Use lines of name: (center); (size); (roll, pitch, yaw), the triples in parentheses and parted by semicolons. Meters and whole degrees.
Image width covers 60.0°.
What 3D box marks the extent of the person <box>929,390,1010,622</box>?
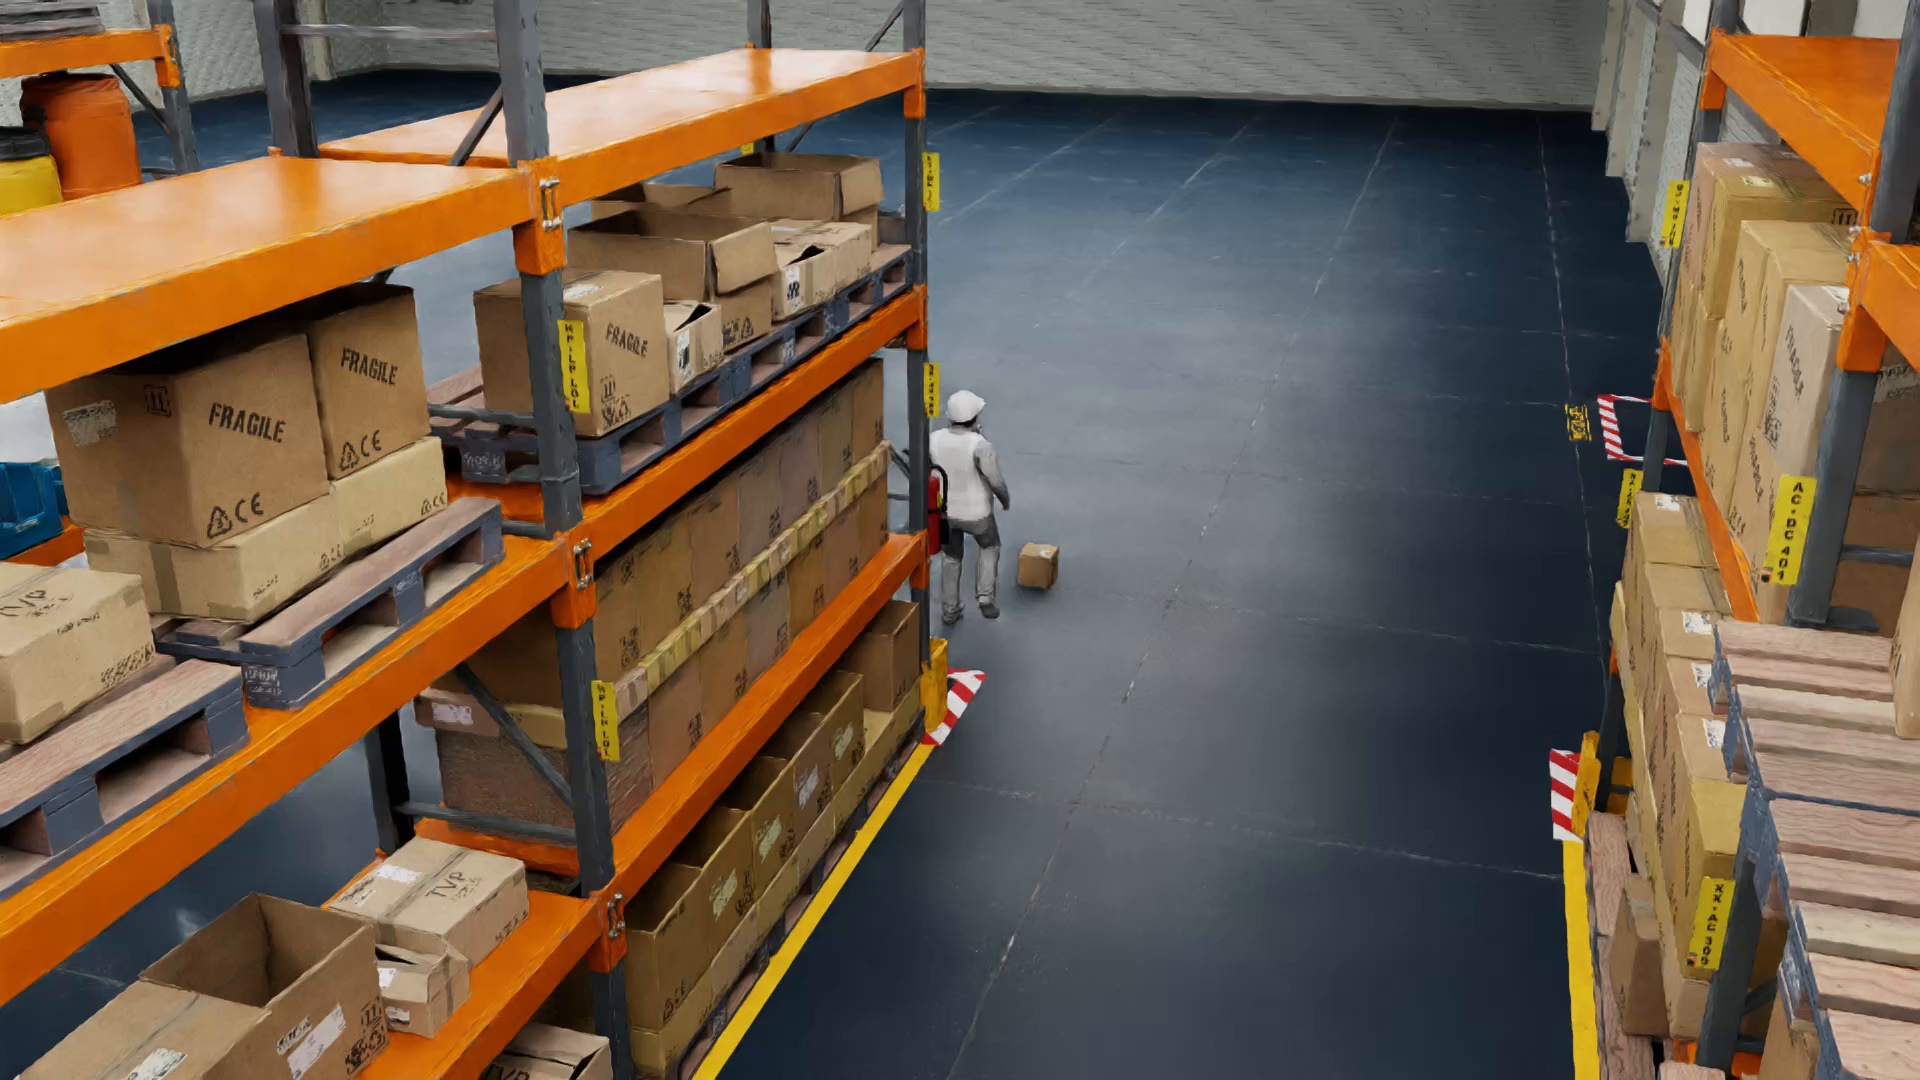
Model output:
person: (0.024, -0.244, 11.710); (0.716, 1.748, 0.503); (7, 23, 16)
